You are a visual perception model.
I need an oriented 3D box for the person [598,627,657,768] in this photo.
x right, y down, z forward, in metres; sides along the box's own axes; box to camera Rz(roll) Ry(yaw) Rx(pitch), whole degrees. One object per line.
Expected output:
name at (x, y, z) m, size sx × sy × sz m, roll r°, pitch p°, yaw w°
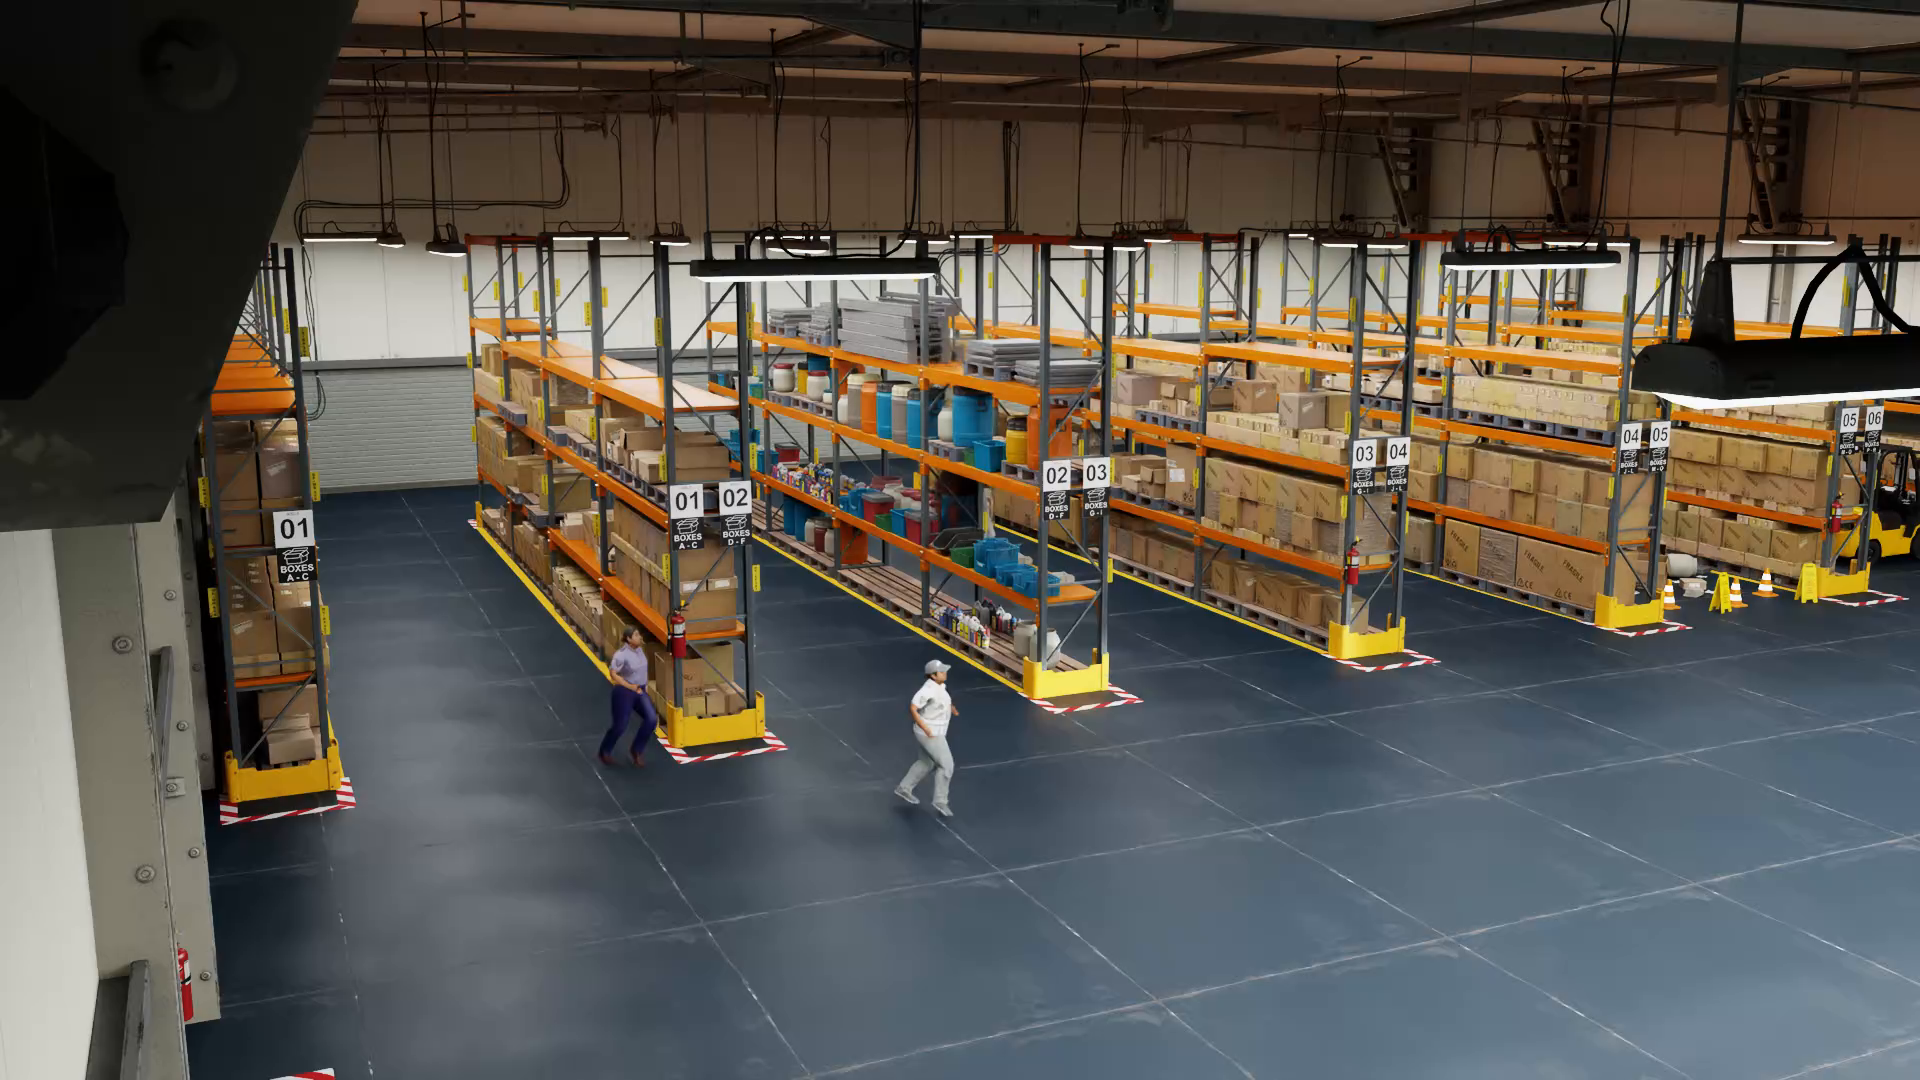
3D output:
person at (-3.860, 1.832, 19.518) m, size 0.665 × 1.655 × 0.671 m, roll 7°, pitch 13°, yaw 31°

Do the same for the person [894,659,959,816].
person at (-0.367, 2.123, 17.923) m, size 0.704 × 1.741 × 0.627 m, roll 1°, pitch 11°, yaw 5°

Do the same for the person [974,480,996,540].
person at (0.387, -0.443, 29.970) m, size 0.604 × 1.514 × 0.581 m, roll -7°, pitch 13°, yaw -31°
